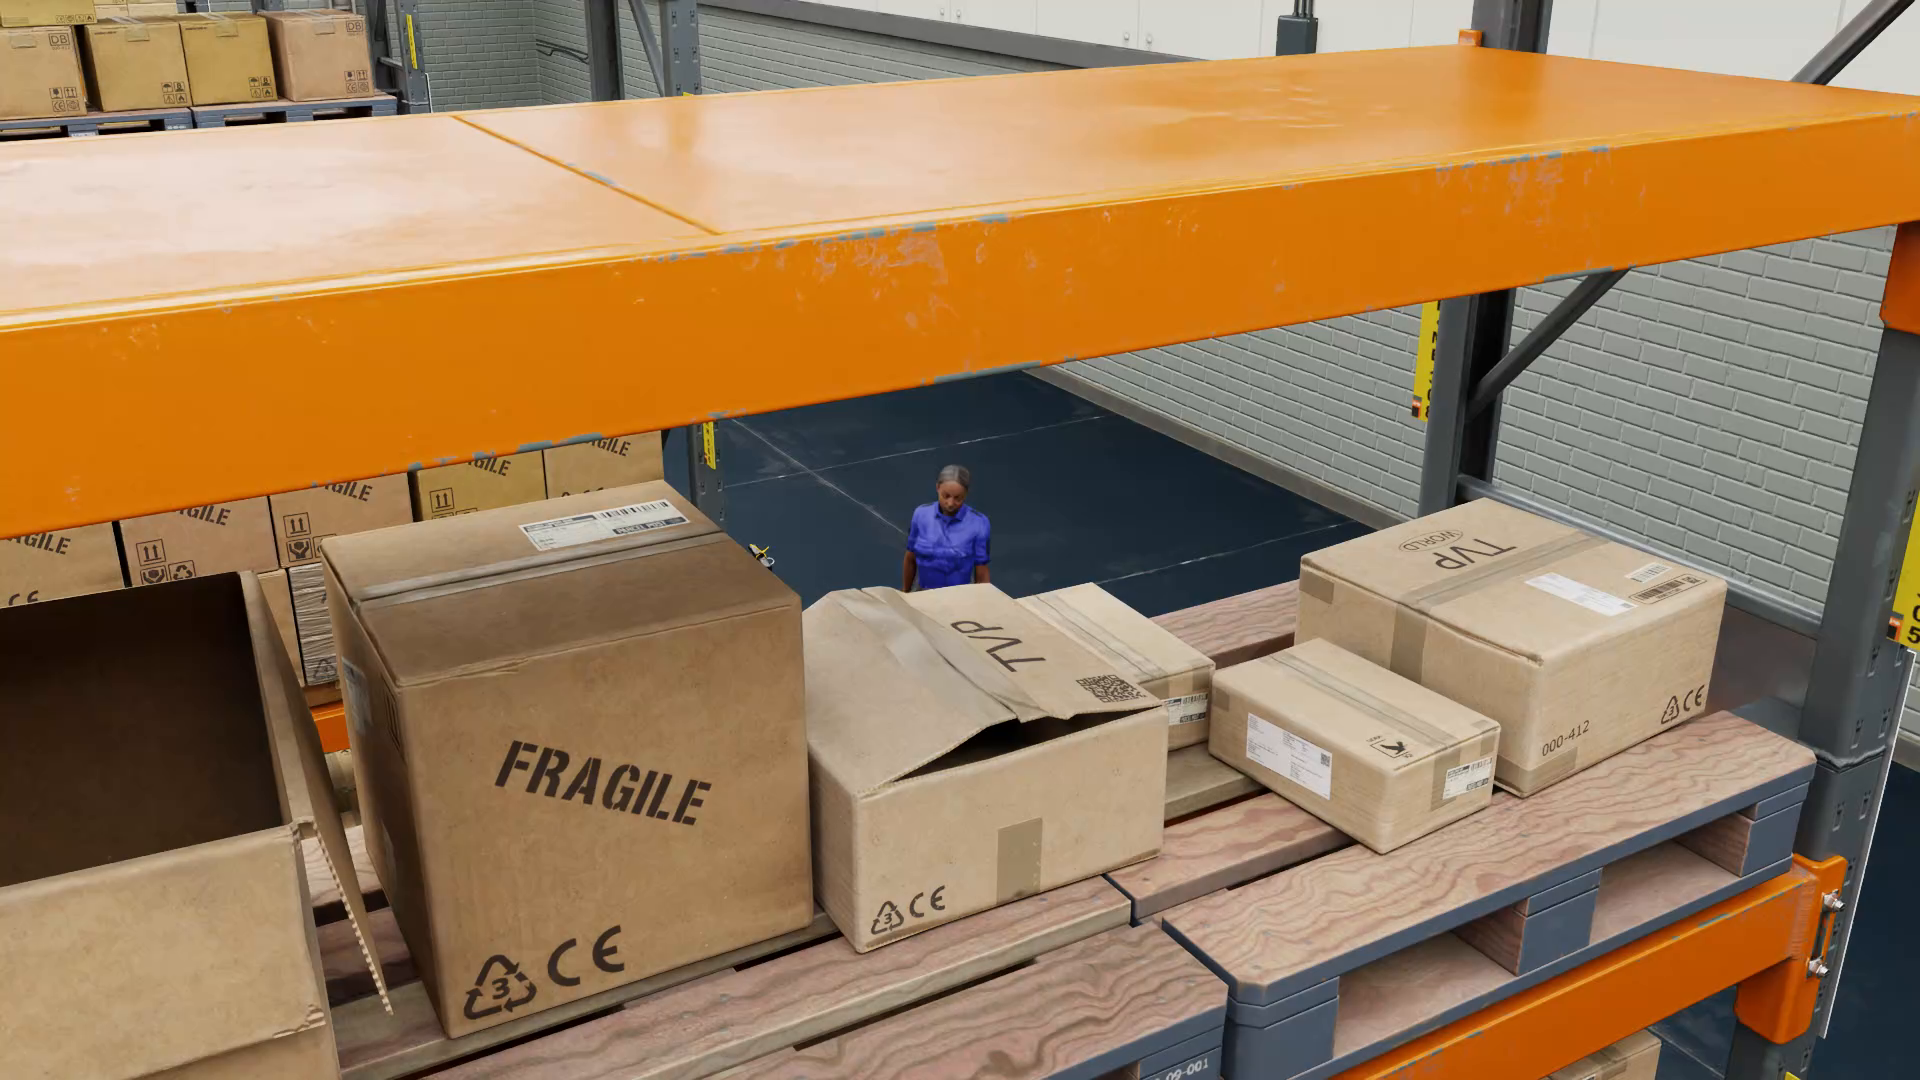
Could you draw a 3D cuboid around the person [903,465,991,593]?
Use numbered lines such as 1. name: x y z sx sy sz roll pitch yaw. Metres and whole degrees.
1. person: -0.140 0.337 8.764 0.640 1.644 0.440 4 22 10
